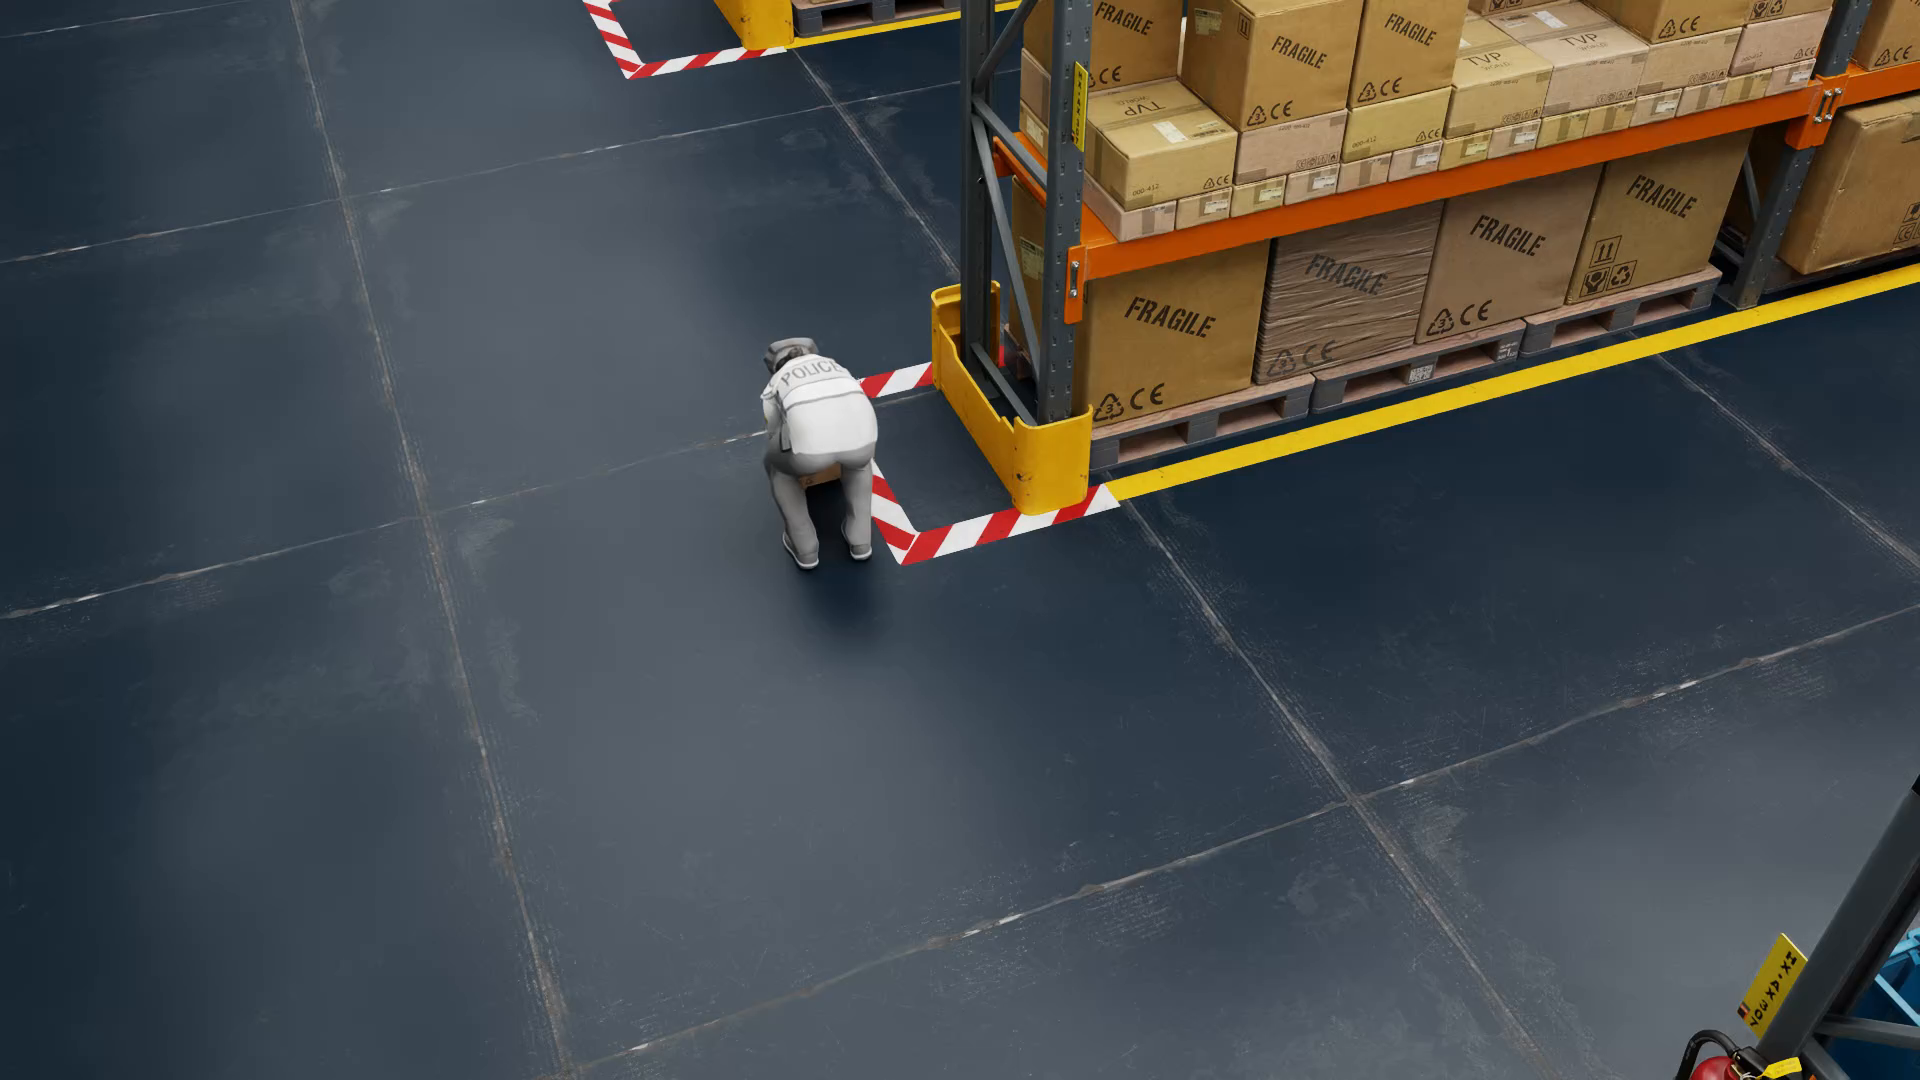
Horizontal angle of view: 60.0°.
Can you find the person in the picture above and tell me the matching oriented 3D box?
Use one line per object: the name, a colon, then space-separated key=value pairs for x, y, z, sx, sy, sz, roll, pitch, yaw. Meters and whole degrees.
person: x=-0.628 y=-0.413 z=7.185 sx=0.465 sy=0.907 sz=0.904 roll=-12 pitch=43 yaw=-13
